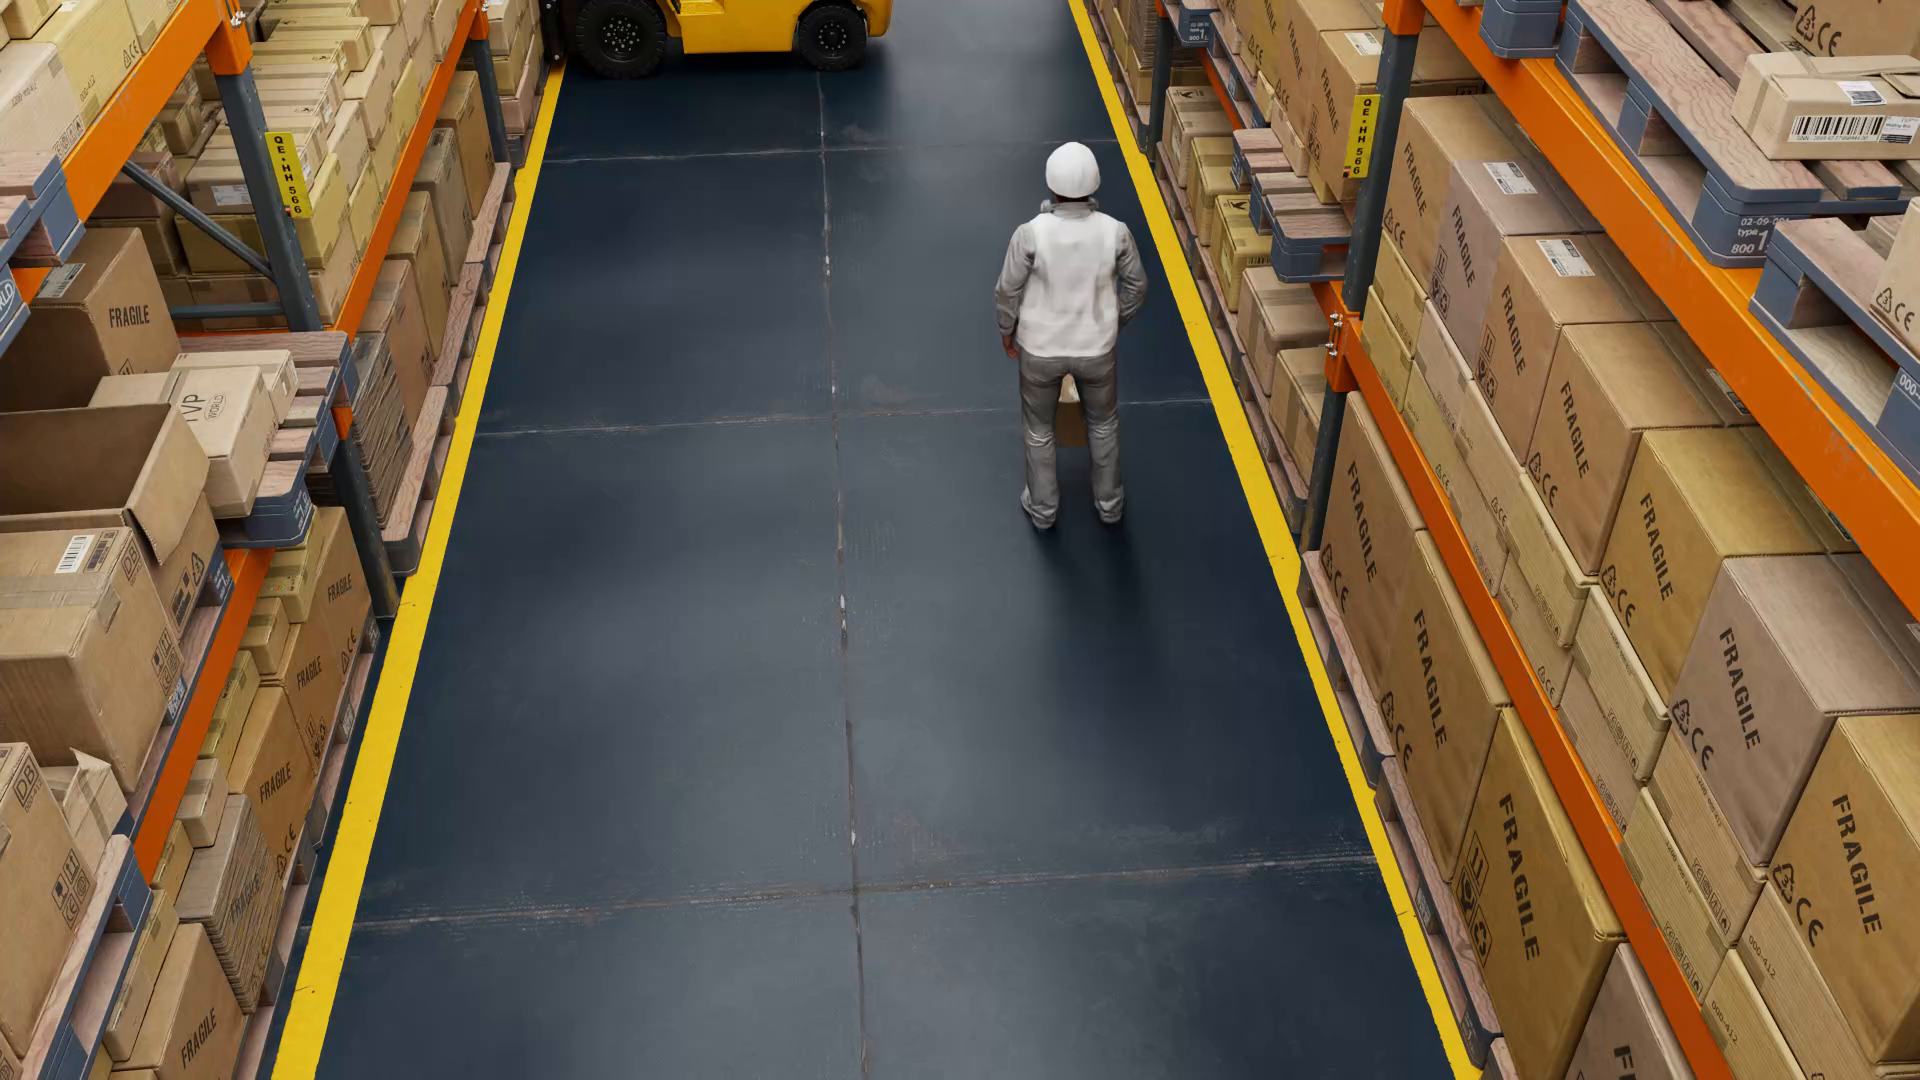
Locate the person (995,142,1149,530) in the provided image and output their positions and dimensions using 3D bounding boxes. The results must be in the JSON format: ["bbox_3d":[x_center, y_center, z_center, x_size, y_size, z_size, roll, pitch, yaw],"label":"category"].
[{"bbox_3d":[0.480,-0.869,7.227,0.643,1.751,0.500,-2,39,-3],"label":"person"}]
